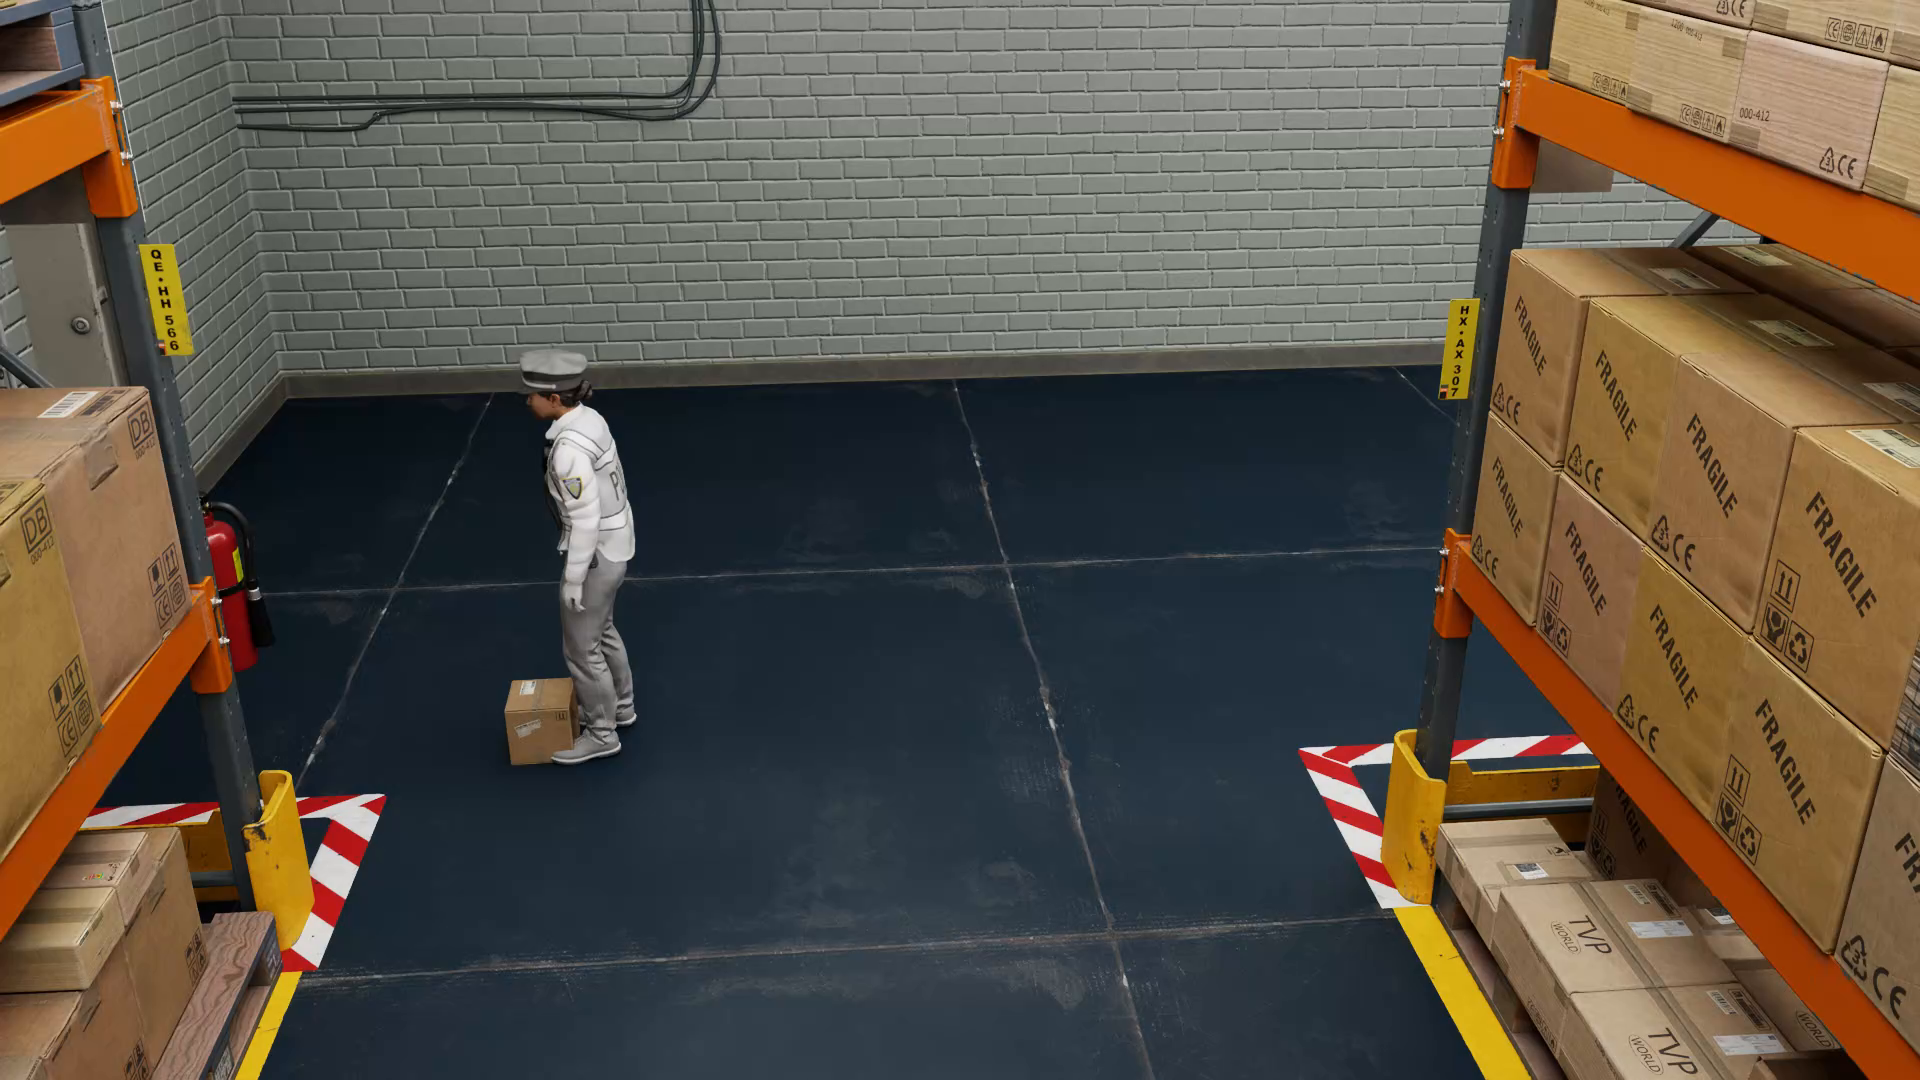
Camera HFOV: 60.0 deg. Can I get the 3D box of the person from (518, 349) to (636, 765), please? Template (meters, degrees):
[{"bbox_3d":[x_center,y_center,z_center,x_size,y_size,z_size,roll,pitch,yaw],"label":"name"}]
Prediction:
[{"bbox_3d":[-1.458,0.070,6.438,0.404,1.664,0.529,-2,24,-5],"label":"person"}]
